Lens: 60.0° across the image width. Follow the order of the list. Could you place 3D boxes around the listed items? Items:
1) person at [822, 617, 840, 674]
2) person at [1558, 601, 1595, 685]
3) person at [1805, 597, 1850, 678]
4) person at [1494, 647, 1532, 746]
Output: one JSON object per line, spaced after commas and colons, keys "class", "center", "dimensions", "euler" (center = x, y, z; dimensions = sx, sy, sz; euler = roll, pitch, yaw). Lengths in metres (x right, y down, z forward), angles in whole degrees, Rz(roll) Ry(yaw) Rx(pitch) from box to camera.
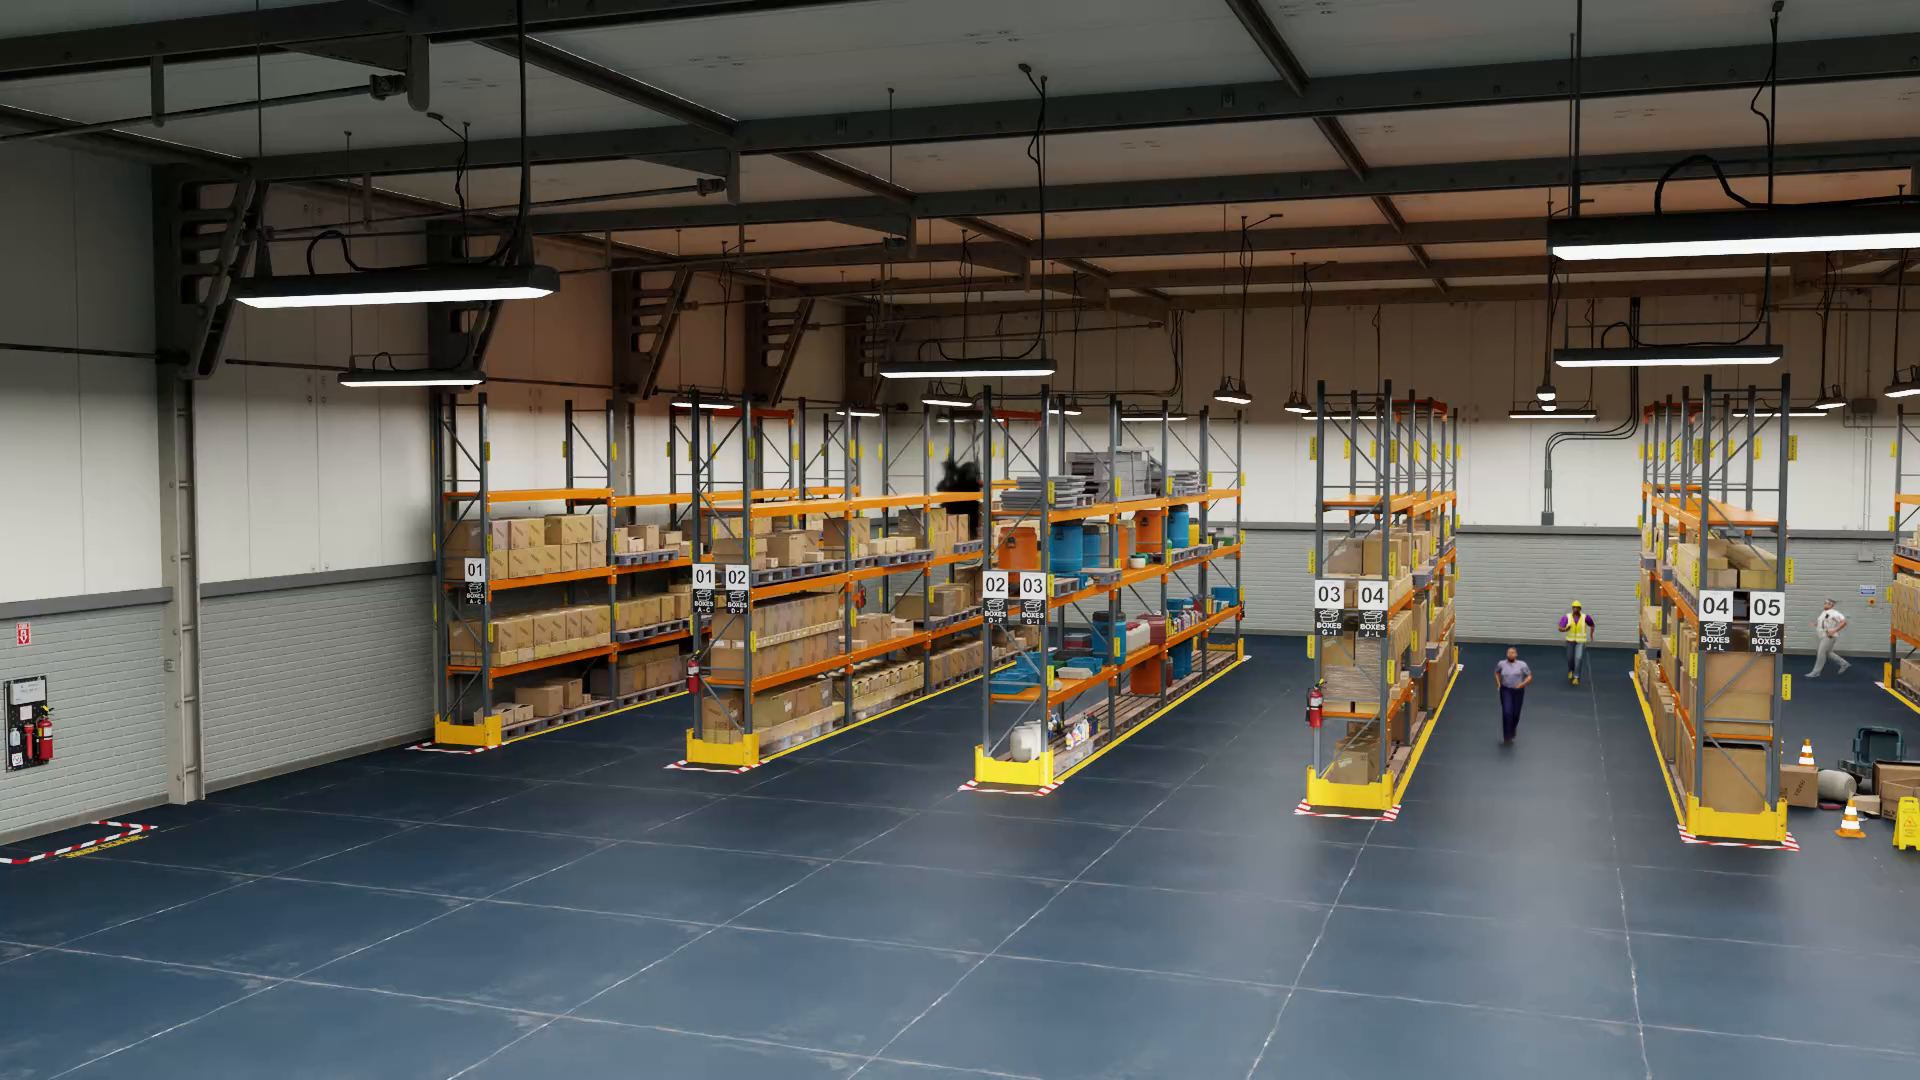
{"class": "person", "center": [-2.955, 2.178, 37.670], "dimensions": [0.572, 1.665, 0.801], "euler": [1, 3, 19]}
{"class": "person", "center": [13.231, 2.189, 35.735], "dimensions": [0.706, 1.759, 0.963], "euler": [2, 3, 27]}
{"class": "person", "center": [19.173, 2.146, 36.717], "dimensions": [0.973, 1.783, 0.662], "euler": [0, 3, 8]}
{"class": "person", "center": [9.504, 2.669, 28.596], "dimensions": [0.603, 1.697, 0.804], "euler": [1, 3, 16]}
